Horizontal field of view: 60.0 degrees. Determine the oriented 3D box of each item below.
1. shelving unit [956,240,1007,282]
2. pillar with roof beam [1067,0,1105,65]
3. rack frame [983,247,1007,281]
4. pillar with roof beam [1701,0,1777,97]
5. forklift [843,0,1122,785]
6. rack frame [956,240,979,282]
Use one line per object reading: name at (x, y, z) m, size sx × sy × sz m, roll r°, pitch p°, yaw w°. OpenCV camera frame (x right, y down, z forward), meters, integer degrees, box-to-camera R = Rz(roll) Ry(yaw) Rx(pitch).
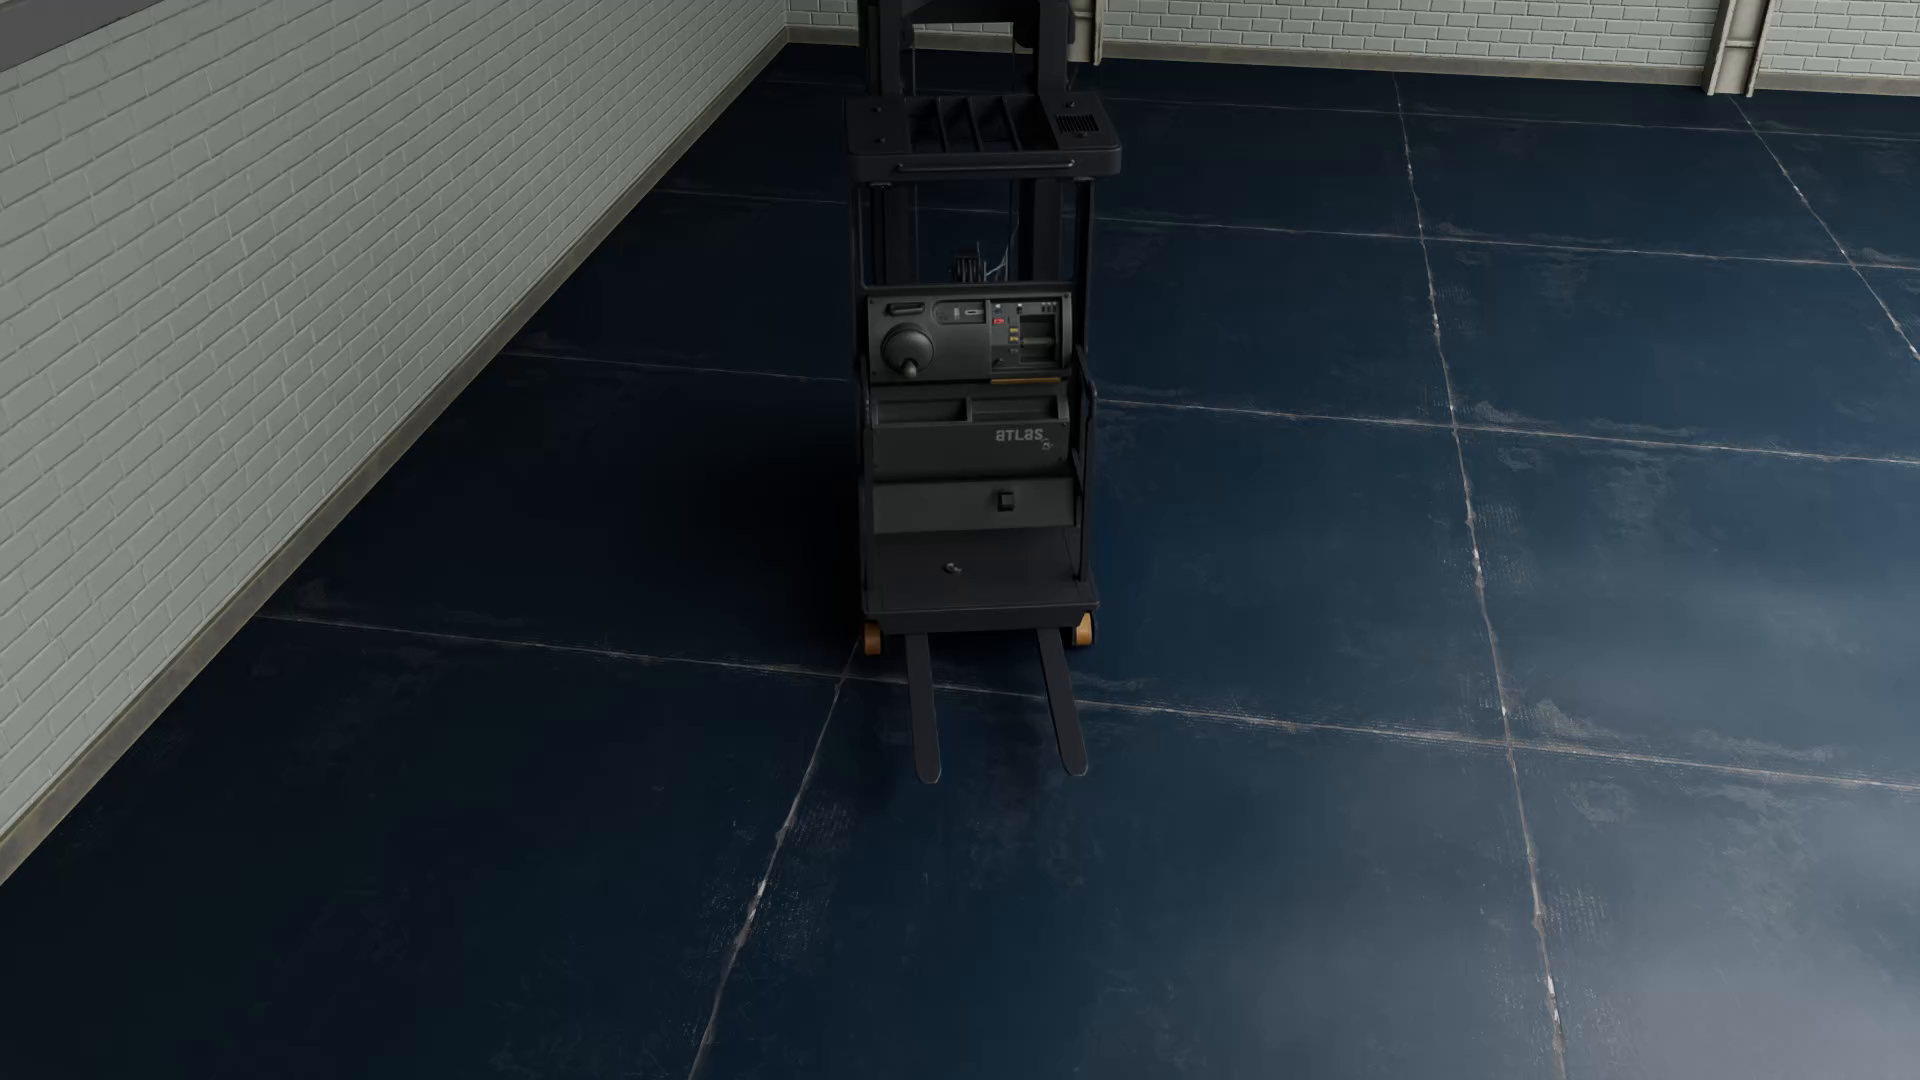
shelving unit at (0.121, -1.052, 9.296) m, size 0.189 × 1.200 × 0.258 m, roll 18°, pitch 36°, yaw 28°
pillar with roof beam at (0.449, -6.254, 10.260) m, size 0.400 × 9.000 × 9.100 m, roll 5°, pitch 32°, yaw 8°
rack frame at (0.197, -1.027, 9.253) m, size 0.006 × 1.200 × 0.240 m, roll 18°, pitch 36°, yaw 28°
pillar with roof beam at (6.364, -5.718, 9.404) m, size 0.400 × 9.000 × 9.100 m, roll 5°, pitch 32°, yaw 8°
forklift at (0.063, -0.879, 7.392) m, size 1.130 × 2.935 × 3.031 m, roll -2°, pitch 32°, yaw -4°
rack frame at (0.044, -1.077, 9.340) m, size 0.006 × 1.200 × 0.240 m, roll 18°, pitch 36°, yaw 28°
